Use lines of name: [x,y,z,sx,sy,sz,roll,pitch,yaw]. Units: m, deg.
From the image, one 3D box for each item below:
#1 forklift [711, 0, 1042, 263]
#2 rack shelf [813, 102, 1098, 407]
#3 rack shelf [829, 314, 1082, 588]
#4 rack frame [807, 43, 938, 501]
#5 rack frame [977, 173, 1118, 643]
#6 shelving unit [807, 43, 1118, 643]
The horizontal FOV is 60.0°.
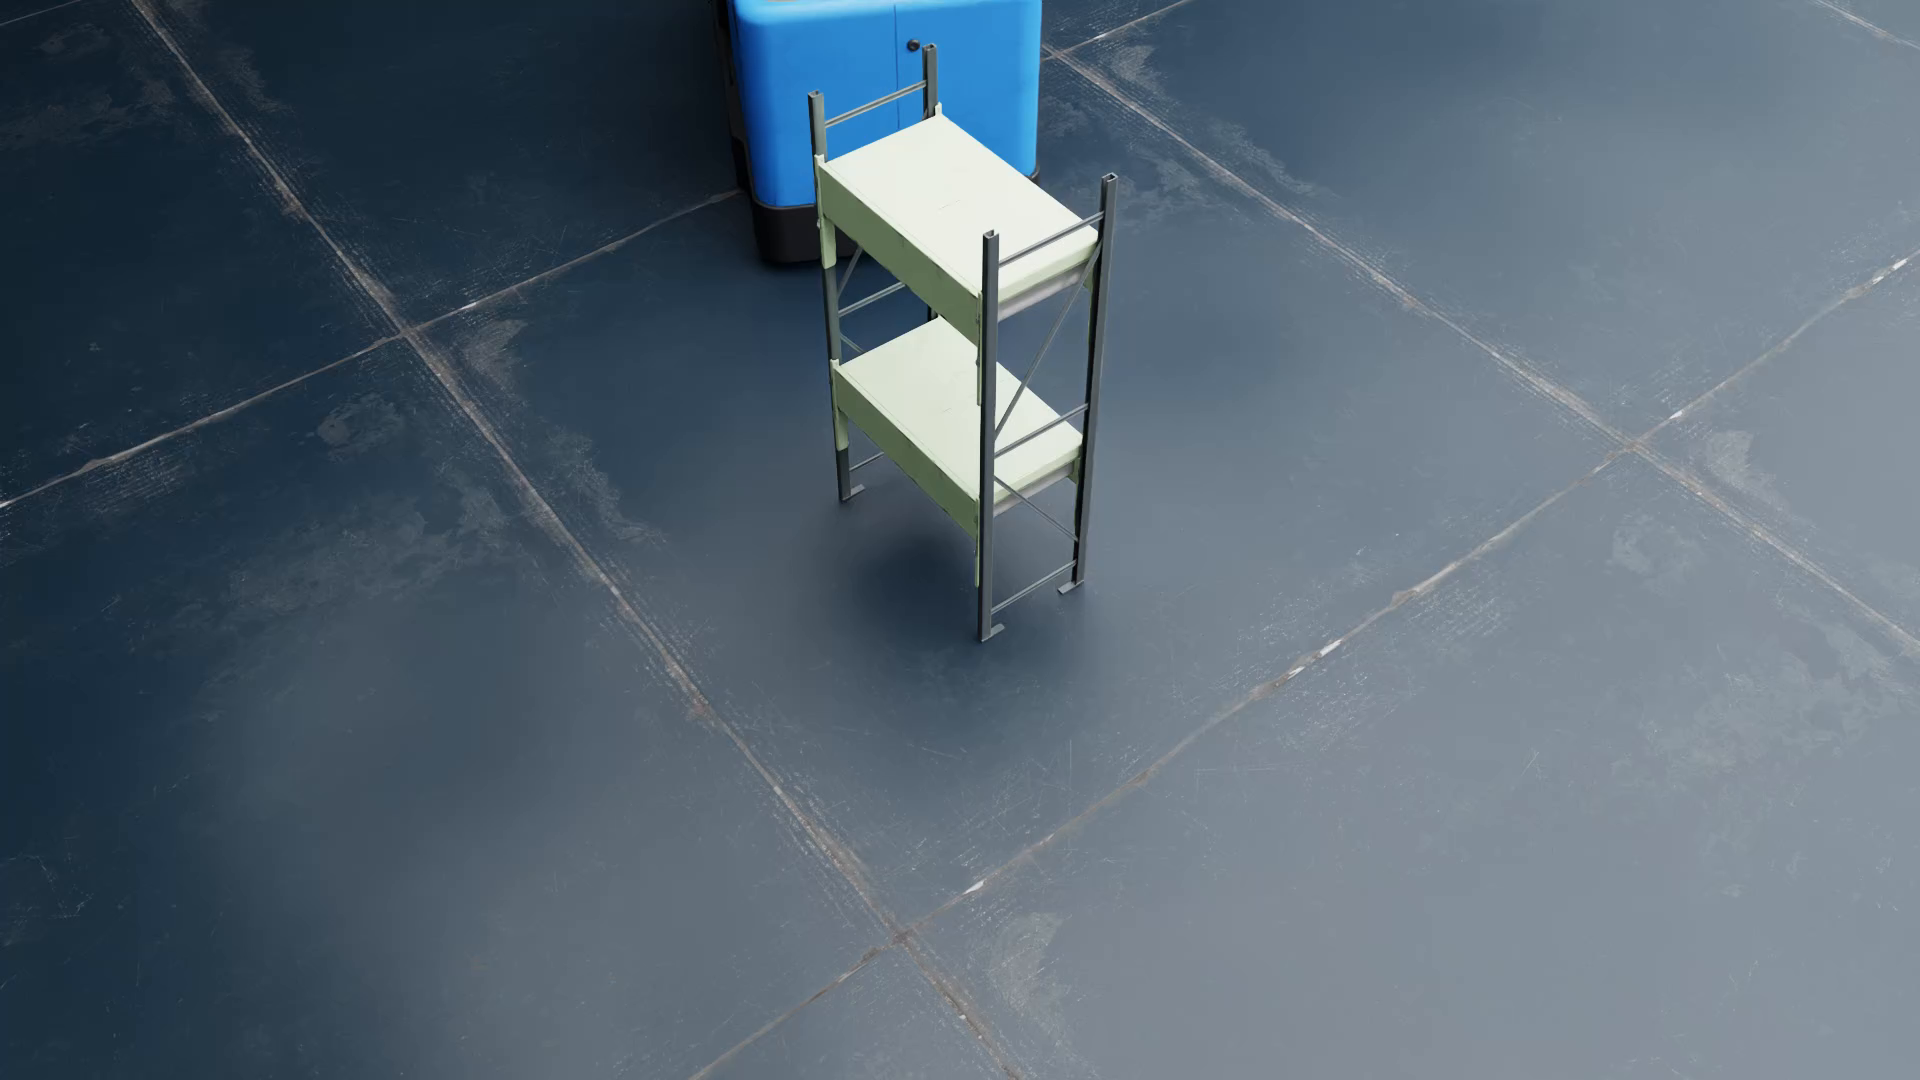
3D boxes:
forklift: [-0.479,-3.108,6.089,1.130,2.935,3.031,-8,48,-7]
rack shelf: [-0.004,-0.770,4.409,0.431,0.370,0.720,-29,54,-24]
rack shelf: [-0.004,-0.289,4.939,0.431,0.370,0.720,-29,54,-24]
rack frame: [-0.226,-0.723,4.894,0.400,1.500,0.023,-29,54,-24]
rack frame: [0.218,-0.292,4.502,0.400,1.500,0.023,-29,54,-24]
shelving unit: [-0.004,-0.508,4.698,0.431,1.500,0.755,-29,54,-24]
